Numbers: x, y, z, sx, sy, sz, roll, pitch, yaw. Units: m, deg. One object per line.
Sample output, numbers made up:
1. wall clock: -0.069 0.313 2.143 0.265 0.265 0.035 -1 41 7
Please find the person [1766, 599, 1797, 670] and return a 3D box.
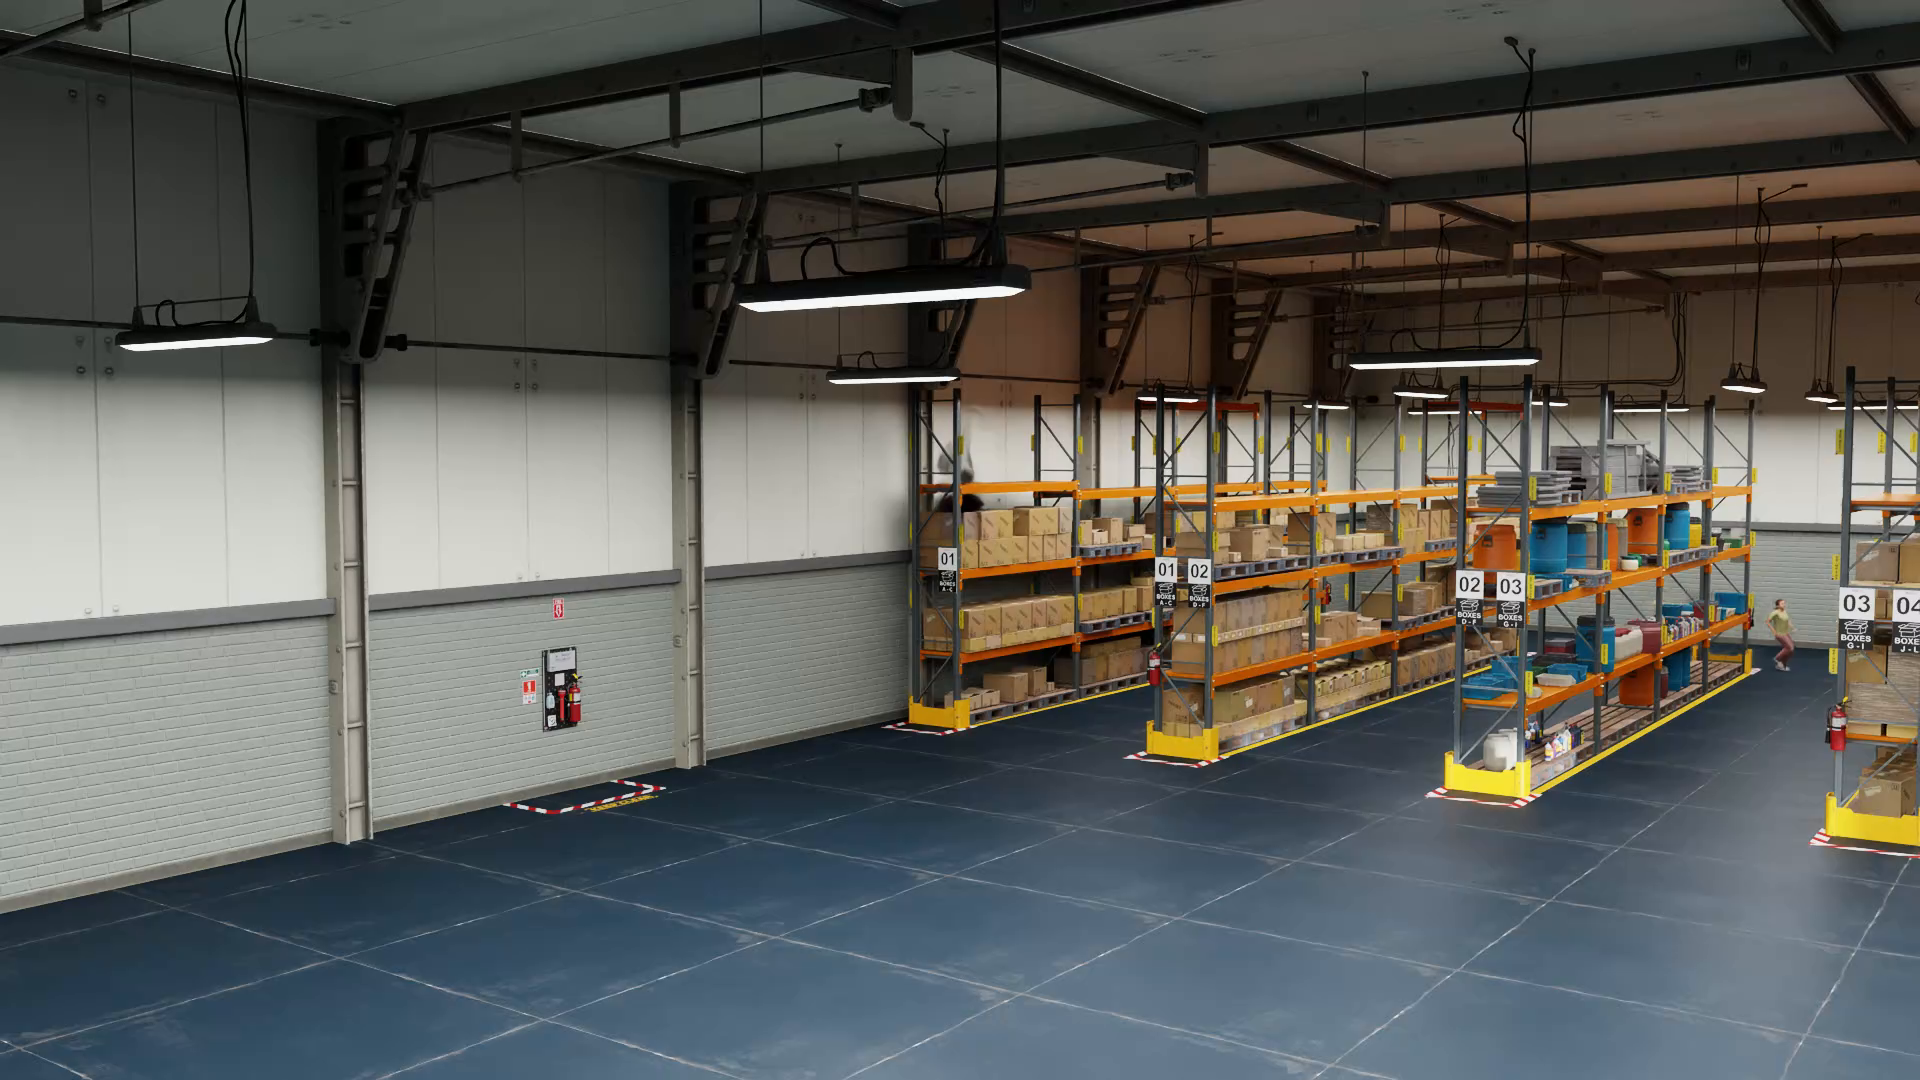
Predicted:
1. person: 18.232 2.102 36.831 0.634 1.611 0.524 -2 4 -31
